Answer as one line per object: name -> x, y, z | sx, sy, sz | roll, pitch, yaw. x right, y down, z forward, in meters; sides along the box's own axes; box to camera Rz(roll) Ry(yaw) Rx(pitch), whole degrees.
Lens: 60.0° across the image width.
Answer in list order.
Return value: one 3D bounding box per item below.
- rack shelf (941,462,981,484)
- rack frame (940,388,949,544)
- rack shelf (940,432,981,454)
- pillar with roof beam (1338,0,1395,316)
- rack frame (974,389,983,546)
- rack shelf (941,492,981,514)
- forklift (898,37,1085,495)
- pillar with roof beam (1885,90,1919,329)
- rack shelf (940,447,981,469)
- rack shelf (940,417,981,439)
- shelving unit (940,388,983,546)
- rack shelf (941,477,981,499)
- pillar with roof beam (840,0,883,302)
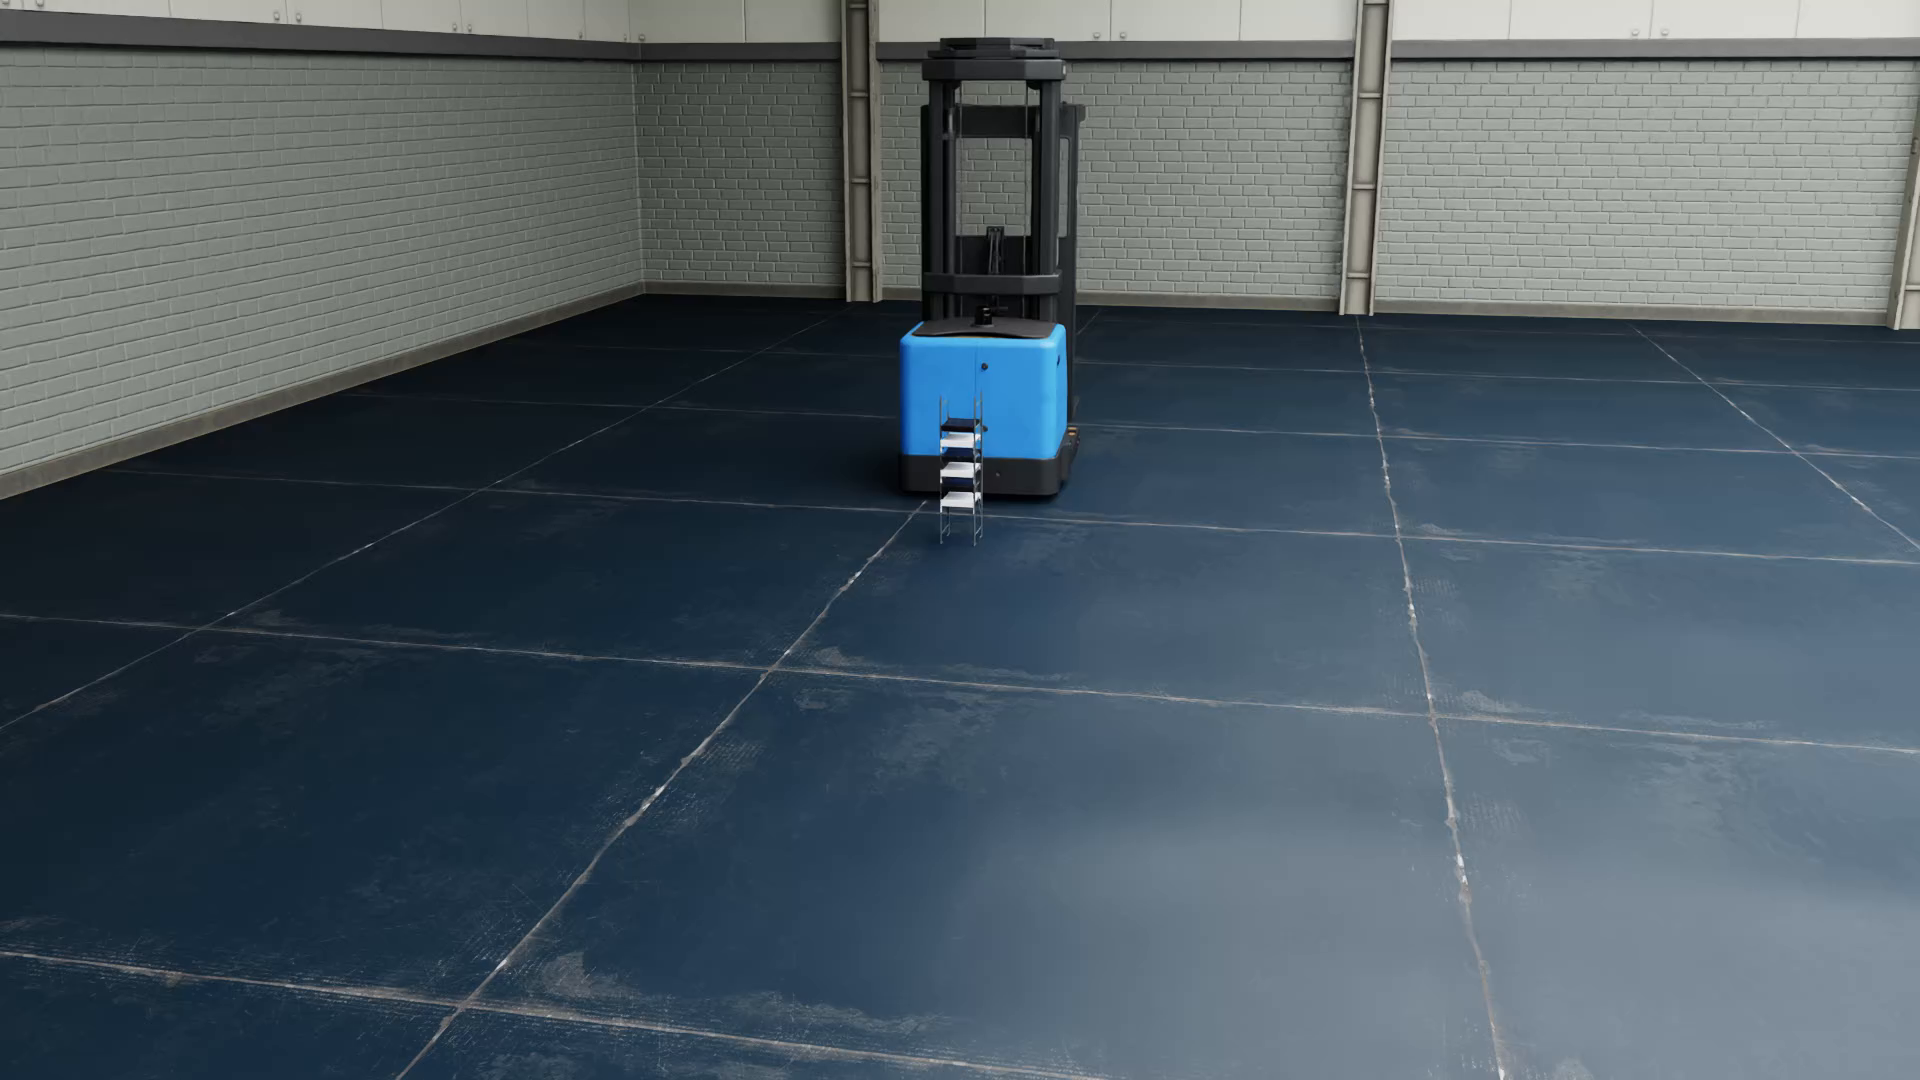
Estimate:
rack shelf -> 0.008, -0.401, 9.879 | 0.200, 0.077, 0.258 | 3, 16, 11
rack frame -> -0.092, -0.439, 9.890 | 0.006, 0.900, 0.240 | 3, 16, 11
rack shelf -> 0.008, -0.575, 9.831 | 0.200, 0.077, 0.258 | 3, 16, 11
pillar with roof beam -> 3.825, -5.892, 14.407 | 0.400, 9.000, 9.100 | 3, 16, 11
rack frame -> 0.108, -0.428, 9.851 | 0.006, 0.900, 0.240 | 3, 16, 11
rack shelf -> 0.008, -0.228, 9.927 | 0.200, 0.077, 0.258 | 3, 16, 11
forklift -> 0.306, -2.047, 11.892 | 1.130, 2.935, 3.031 | 2, 16, 8
pillar with roof beam -> 9.705, -5.573, 13.255 | 0.400, 9.000, 9.100 | 3, 16, 11
rack shelf -> 0.008, -0.488, 9.855 | 0.200, 0.077, 0.258 | 3, 16, 11
rack shelf -> 0.008, -0.661, 9.807 | 0.200, 0.077, 0.258 | 3, 16, 11
shelving unit -> 0.008, -0.433, 9.870 | 0.210, 0.900, 0.258 | 3, 16, 11
rack shelf -> 0.008, -0.314, 9.903 | 0.200, 0.077, 0.258 | 3, 16, 11
pillar with roof beam -> -2.054, -6.212, 15.560 | 0.400, 9.000, 9.100 | 3, 16, 11
